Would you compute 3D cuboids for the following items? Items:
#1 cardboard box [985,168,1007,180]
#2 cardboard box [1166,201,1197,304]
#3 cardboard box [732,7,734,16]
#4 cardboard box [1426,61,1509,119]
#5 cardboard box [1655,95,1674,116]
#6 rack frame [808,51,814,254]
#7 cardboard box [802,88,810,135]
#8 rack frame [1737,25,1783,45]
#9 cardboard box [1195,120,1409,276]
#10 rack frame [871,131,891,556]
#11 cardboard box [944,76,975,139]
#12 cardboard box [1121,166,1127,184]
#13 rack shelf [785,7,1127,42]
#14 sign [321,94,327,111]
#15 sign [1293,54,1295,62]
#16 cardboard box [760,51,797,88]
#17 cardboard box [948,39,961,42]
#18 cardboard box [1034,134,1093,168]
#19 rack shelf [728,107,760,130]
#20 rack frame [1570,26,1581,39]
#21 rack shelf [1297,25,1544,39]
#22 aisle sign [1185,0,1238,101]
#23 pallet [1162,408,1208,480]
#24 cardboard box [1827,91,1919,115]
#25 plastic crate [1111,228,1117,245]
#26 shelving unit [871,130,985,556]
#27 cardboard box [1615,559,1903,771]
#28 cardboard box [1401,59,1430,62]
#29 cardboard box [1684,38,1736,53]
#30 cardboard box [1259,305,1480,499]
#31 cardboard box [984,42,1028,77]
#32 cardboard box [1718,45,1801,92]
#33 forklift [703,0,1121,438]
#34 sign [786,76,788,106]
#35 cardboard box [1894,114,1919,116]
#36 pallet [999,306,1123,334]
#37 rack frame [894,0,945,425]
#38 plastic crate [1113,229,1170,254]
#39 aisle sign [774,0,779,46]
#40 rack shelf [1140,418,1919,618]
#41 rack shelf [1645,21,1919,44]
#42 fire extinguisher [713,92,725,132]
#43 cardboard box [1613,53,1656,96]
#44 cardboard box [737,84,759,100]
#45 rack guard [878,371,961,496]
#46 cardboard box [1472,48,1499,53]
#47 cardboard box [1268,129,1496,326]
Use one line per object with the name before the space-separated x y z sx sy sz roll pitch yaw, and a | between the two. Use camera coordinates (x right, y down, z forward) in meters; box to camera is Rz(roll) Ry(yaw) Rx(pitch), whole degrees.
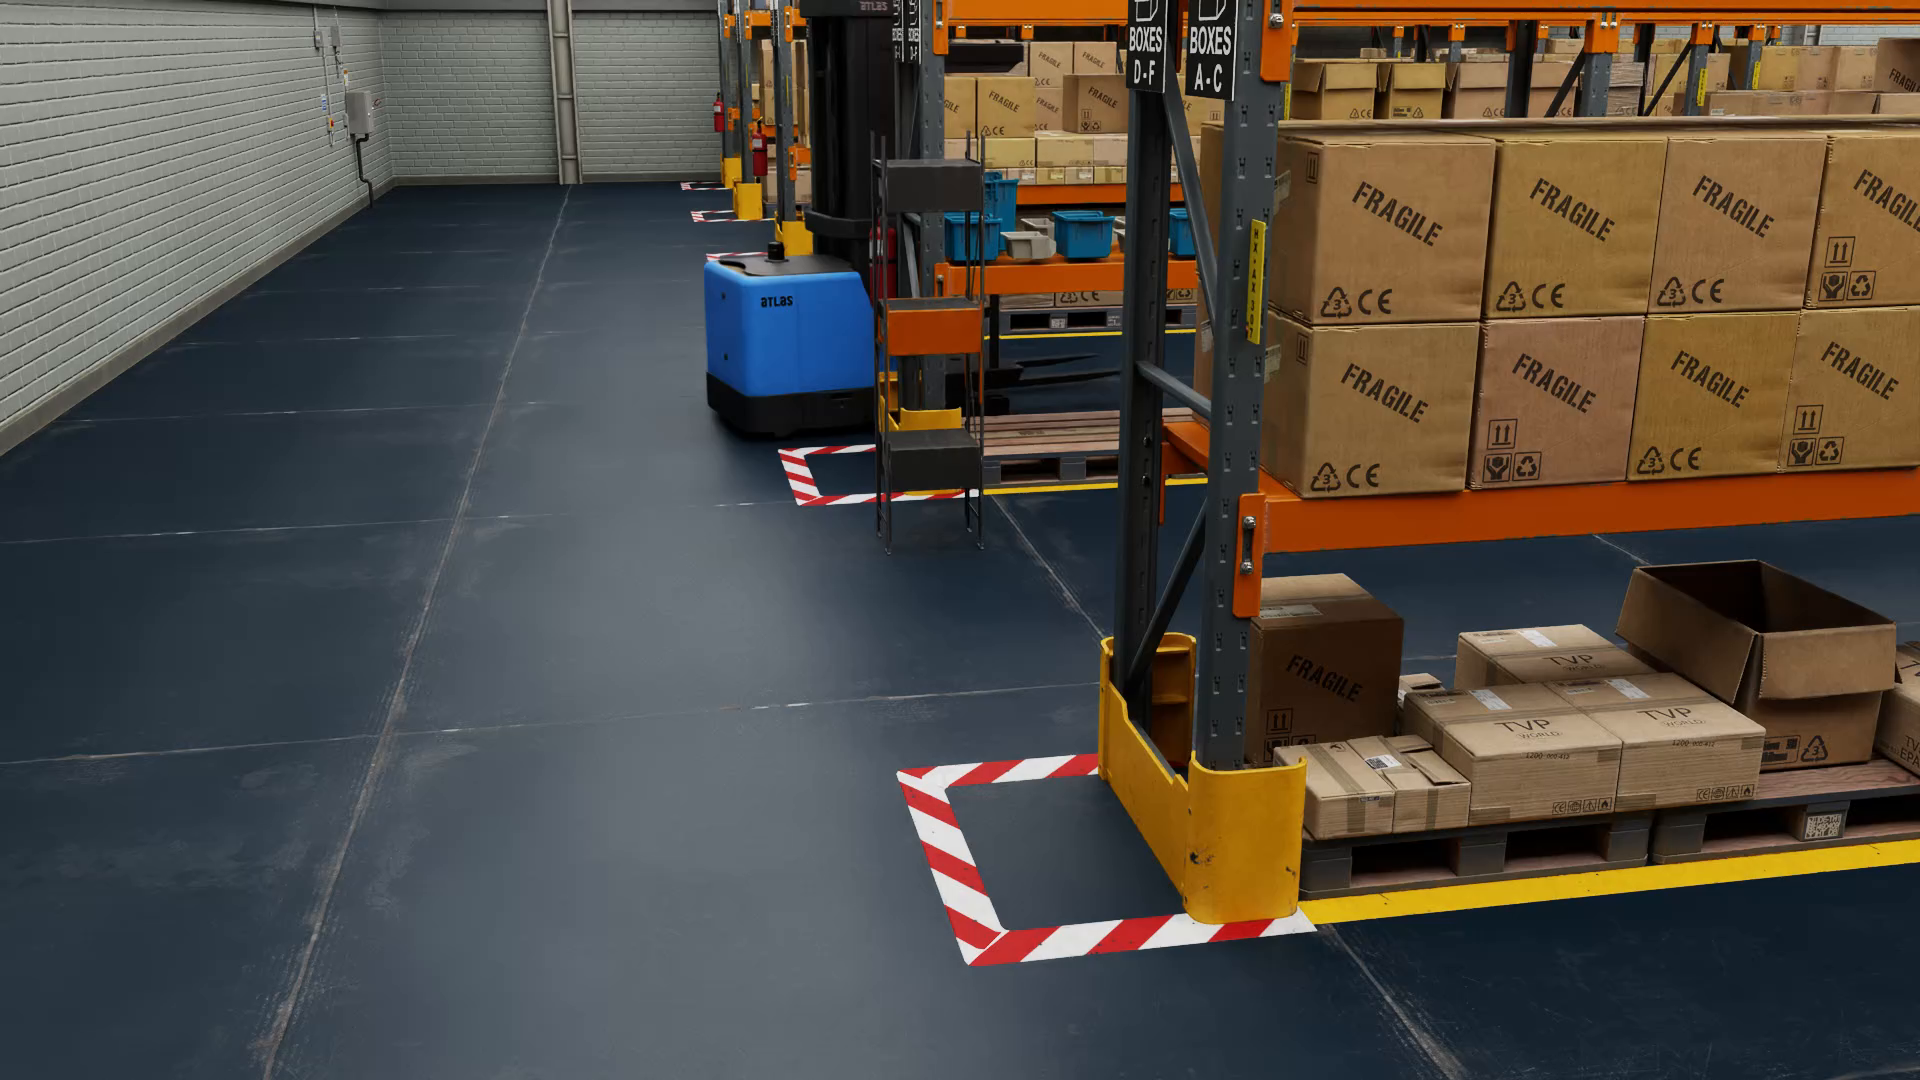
cardboard box | 0.240 -3.160 14.418 0.250 0.149 0.380 -4 17 -12
cardboard box | 2.084 -2.691 15.369 0.875 0.875 0.875 -3 17 -10
cardboard box | -3.735 -8.983 28.269 0.250 0.149 0.380 -3 17 -9
cardboard box | 4.656 -4.159 15.366 0.637 0.503 0.797 -3 17 -9
cardboard box | 8.803 -5.315 20.836 0.500 0.500 0.500 -3 17 -11
rack frame | -1.180 -3.297 14.438 0.127 3.000 1.000 -3 17 -10
cardboard box | -1.528 -4.868 18.876 0.500 0.500 0.500 -2 17 -8
rack frame | 12.650 -7.045 26.641 0.127 3.000 1.000 -3 17 -10
cardboard box | 1.081 -1.071 5.317 0.500 0.500 0.500 -3 17 -11
rack frame | -0.402 -0.981 8.429 0.015 2.100 0.400 -3 17 -10
cardboard box | -0.166 -3.703 14.231 0.500 0.500 0.500 -4 17 -12
cardboard box | 1.500 -3.231 14.651 0.250 0.149 0.380 -3 17 -9
rack shelf | -0.058 -5.934 19.140 4.000 0.370 1.077 -3 17 -10
sign | -8.643 -5.945 22.599 0.001 0.218 0.327 -3 17 -10
sign | 4.903 -6.993 24.500 0.005 0.325 0.100 -3 17 -10
cardboard box | -2.535 -6.625 23.398 0.500 0.500 0.500 -4 17 -12
cardboard box | -0.146 -7.090 23.809 0.250 0.149 0.380 -3 17 -11
cardboard box | 0.857 -3.405 14.538 0.500 0.250 0.500 -4 17 -12
rack shelf | -2.041 -7.352 28.866 4.000 0.370 1.077 -3 17 -10
rack frame | 11.704 -8.476 31.299 0.127 3.000 1.000 -3 17 -10
rack shelf | 6.759 -7.801 25.218 4.000 0.370 1.077 -3 17 -10
aisle sign | 0.684 -1.596 4.470 0.004 0.787 0.394 -3 17 -10
pallet | 1.772 -0.638 10.530 1.213 0.211 1.003 -3 17 -10
cardboard box | 8.918 -4.093 16.137 0.637 0.503 0.797 -1 17 -5
plastic crate | 0.813 -1.882 10.176 0.243 0.136 0.396 -3 17 -10
shelving unit | -0.162 -0.995 8.473 0.503 2.100 0.431 -3 17 -10
cardboard box | 2.779 0.425 5.822 0.637 0.503 0.797 -3 17 -10
cardboard box | 6.804 -7.037 25.222 0.500 0.500 0.500 -4 18 -13
cardboard box | 11.691 -7.596 26.054 0.500 0.500 0.700 -3 17 -10
cardboard box | 1.181 -0.438 4.958 0.500 0.500 0.500 -3 17 -9
cardboard box | 0.484 -5.465 19.115 0.500 0.500 0.500 -3 17 -9
cardboard box | 10.129 -6.000 21.142 0.550 0.550 0.875 -3 17 -10
forklift | -0.209 -2.341 11.441 3.031 2.935 1.130 -7 19 -23
sign | -1.918 -4.990 18.476 0.005 0.325 0.100 -3 17 -10
cardboard box | 3.601 -1.216 5.788 0.500 0.500 0.500 -4 17 -12
pallet | 0.786 -2.098 15.284 1.213 0.211 1.003 -3 17 -10
rack frame | -0.240 -1.869 9.790 0.127 3.000 1.000 -3 17 -10
plastic crate | 1.061 -1.723 9.659 0.298 0.136 0.250 -3 17 -10
aisle sign | -2.036 -5.885 18.435 0.004 0.787 0.394 -3 17 -10
rack shelf | 2.659 -0.209 5.608 4.000 0.370 1.077 -3 17 -10
rack shelf | 8.639 -4.944 15.917 4.000 0.370 1.077 -3 17 -10
fire extinguisher | -4.062 -7.228 28.003 0.183 0.674 0.296 -3 17 -10
cardboard box | 8.273 -5.840 20.845 0.500 0.500 0.700 -3 17 -10
cardboard box | -3.509 -7.603 28.205 0.500 0.250 0.500 -3 17 -10
rack guard | -0.261 -0.670 10.140 0.348 0.500 1.175 -3 17 -10
cardboard box | 8.193 -7.599 25.947 0.250 0.149 0.380 -3 17 -11
cardboard box | 1.181 -0.916 4.811 0.500 0.500 0.500 -3 17 -9
